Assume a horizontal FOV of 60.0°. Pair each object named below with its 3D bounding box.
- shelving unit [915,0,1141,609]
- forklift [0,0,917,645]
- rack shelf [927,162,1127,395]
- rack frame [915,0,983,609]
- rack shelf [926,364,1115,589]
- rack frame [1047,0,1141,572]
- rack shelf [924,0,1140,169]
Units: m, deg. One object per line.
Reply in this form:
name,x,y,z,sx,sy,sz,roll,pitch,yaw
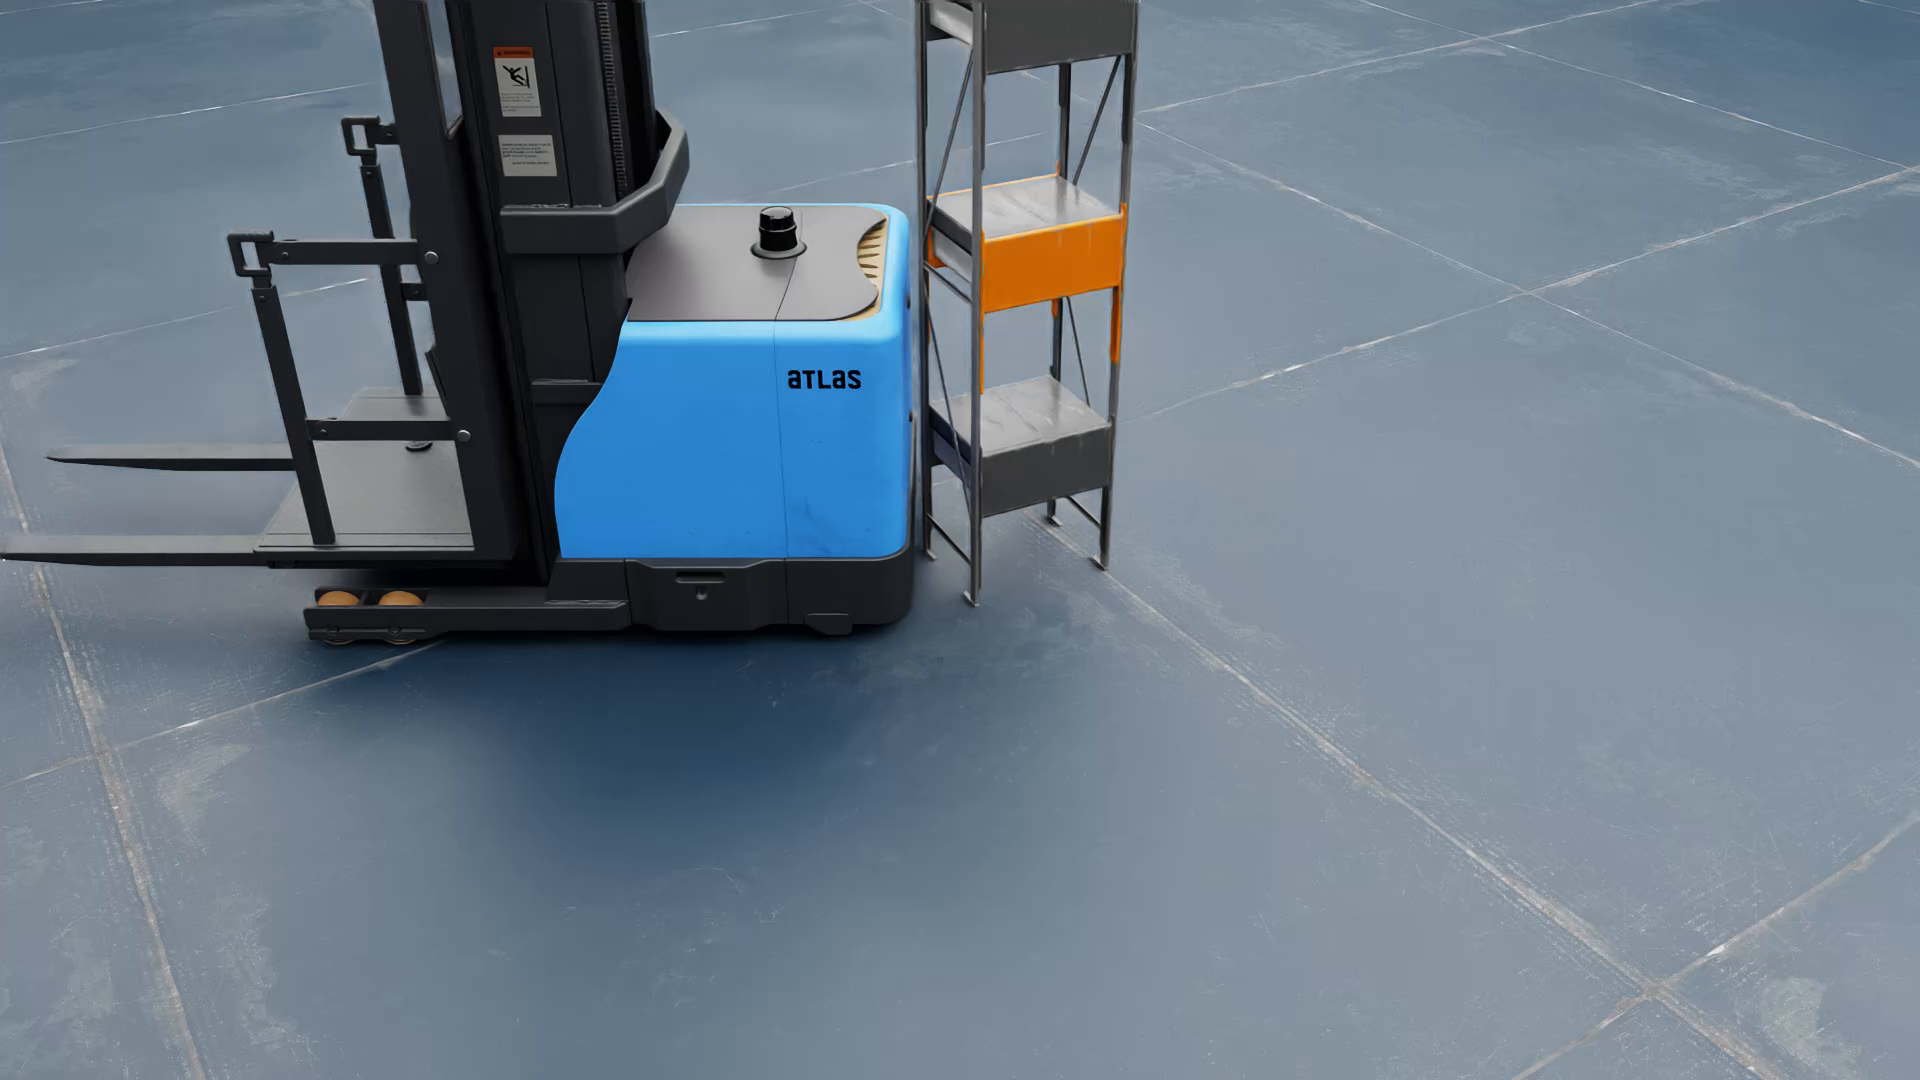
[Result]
shelving unit,0.185,-0.820,5.082,0.503,2.100,0.431,-15,35,-22
forklift,-1.671,-1.194,4.895,3.031,2.935,1.130,0,32,0
rack shelf,0.185,-0.809,5.089,0.480,0.518,0.431,-15,35,-22
rack frame,-0.033,-0.762,4.990,0.015,2.100,0.400,-15,35,-22
rack shelf,0.185,-0.217,5.463,0.480,0.518,0.431,-15,35,-22
rack frame,0.404,-0.878,5.174,0.015,2.100,0.400,-15,35,-22
rack shelf,0.185,-1.401,4.716,0.480,0.518,0.431,-15,35,-22
